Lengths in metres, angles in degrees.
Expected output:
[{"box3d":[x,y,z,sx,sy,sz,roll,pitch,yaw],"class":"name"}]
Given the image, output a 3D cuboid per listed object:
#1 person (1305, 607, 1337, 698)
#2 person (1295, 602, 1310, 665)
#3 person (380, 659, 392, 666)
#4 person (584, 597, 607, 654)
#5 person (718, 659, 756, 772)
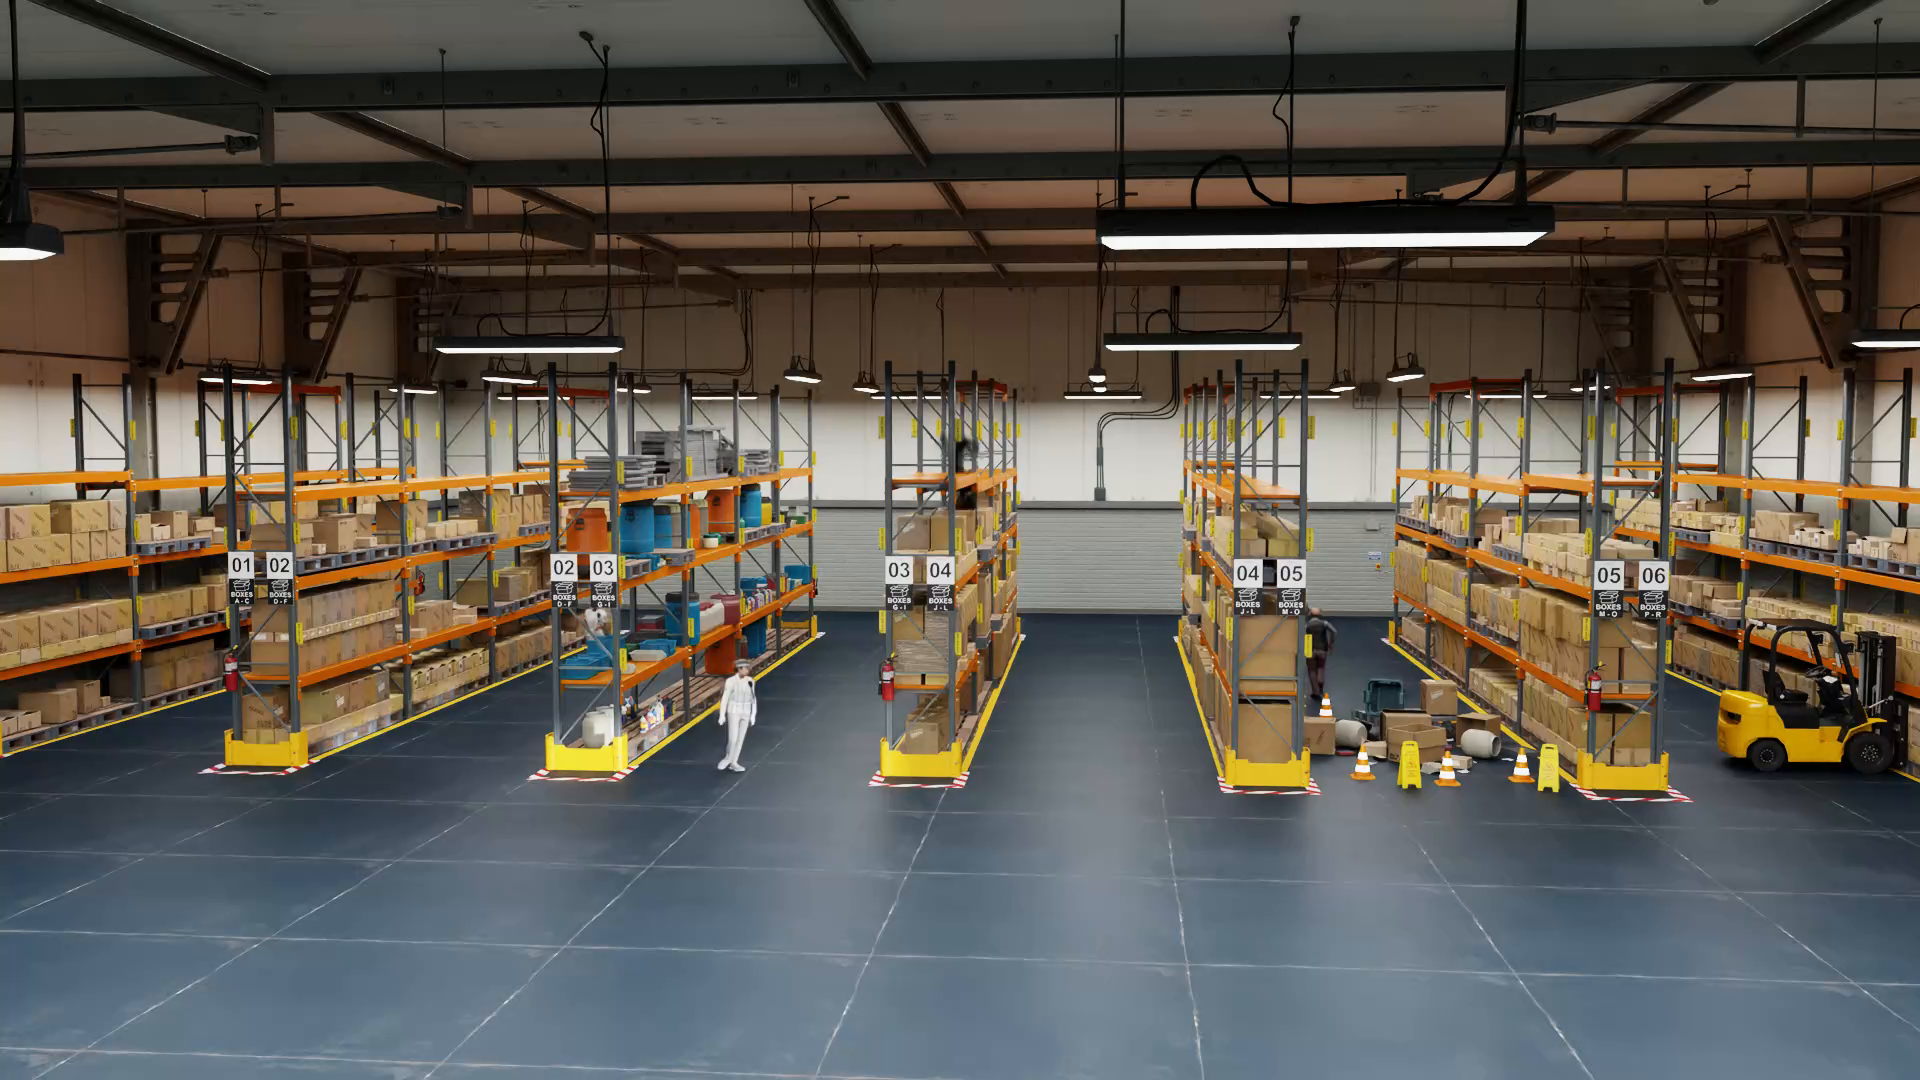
[{"box3d":[6.689,2.102,31.161,0.711,1.680,0.613,0,4,6],"class":"person"},{"box3d":[7.070,1.835,35.219,0.701,1.735,0.642,0,4,1],"class":"person"},{"box3d":[-11.555,1.987,33.319,0.509,1.609,0.861,0,4,5],"class":"person"},{"box3d":[-7.366,1.969,33.614,0.490,1.708,0.802,0,4,-5],"class":"person"},{"box3d":[-3.244,2.562,24.304,0.564,1.662,0.416,-3,5,-34],"class":"person"}]
